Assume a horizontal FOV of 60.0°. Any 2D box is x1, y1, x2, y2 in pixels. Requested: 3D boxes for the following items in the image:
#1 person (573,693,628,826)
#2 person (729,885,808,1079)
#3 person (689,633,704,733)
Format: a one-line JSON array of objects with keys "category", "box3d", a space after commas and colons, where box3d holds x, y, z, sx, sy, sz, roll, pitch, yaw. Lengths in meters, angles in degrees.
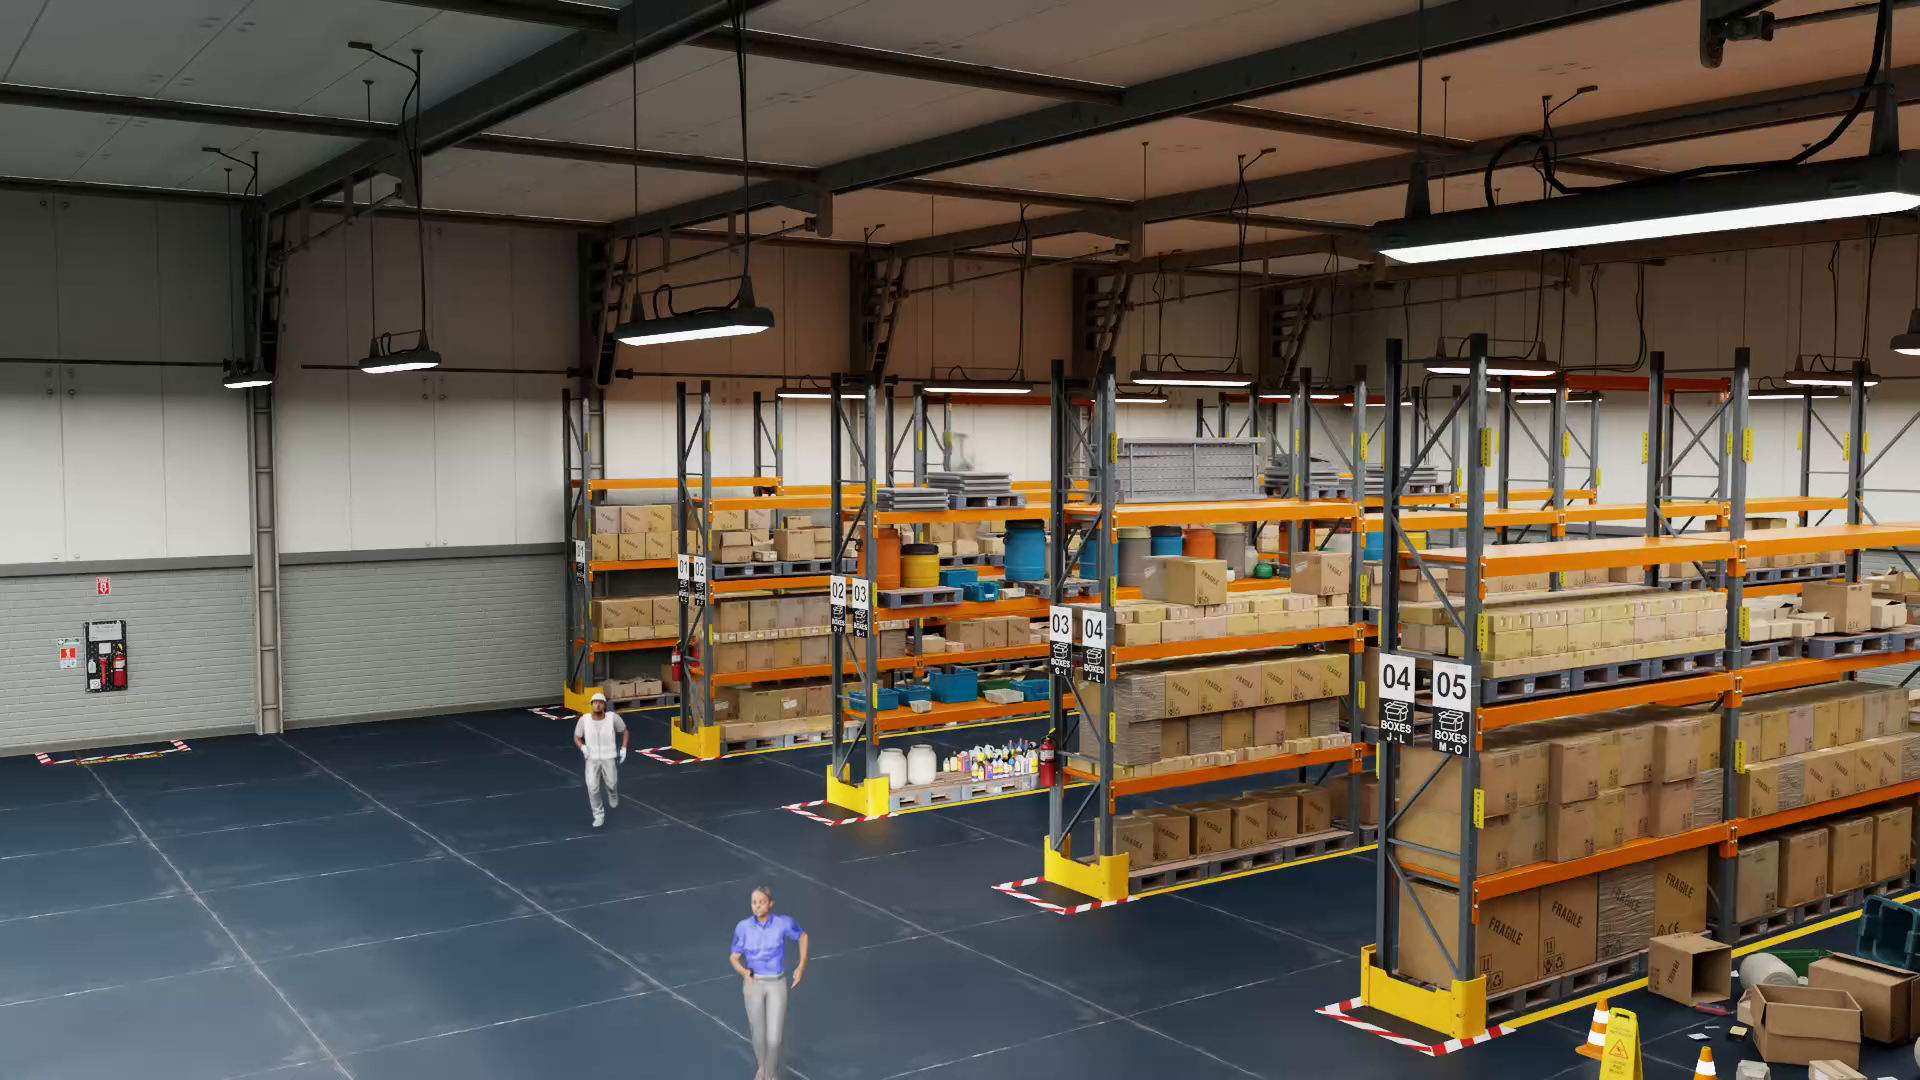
[{"category": "person", "box3d": [-4.766, 2.894, 22.077, 0.713, 1.738, 0.637, -1, 4, -11]}, {"category": "person", "box3d": [-1.502, 3.534, 12.974, 0.582, 1.652, 0.703, 0, 4, 2]}, {"category": "person", "box3d": [-4.403, 2.476, 28.807, 0.712, 1.734, 0.667, -3, 5, -36]}]
